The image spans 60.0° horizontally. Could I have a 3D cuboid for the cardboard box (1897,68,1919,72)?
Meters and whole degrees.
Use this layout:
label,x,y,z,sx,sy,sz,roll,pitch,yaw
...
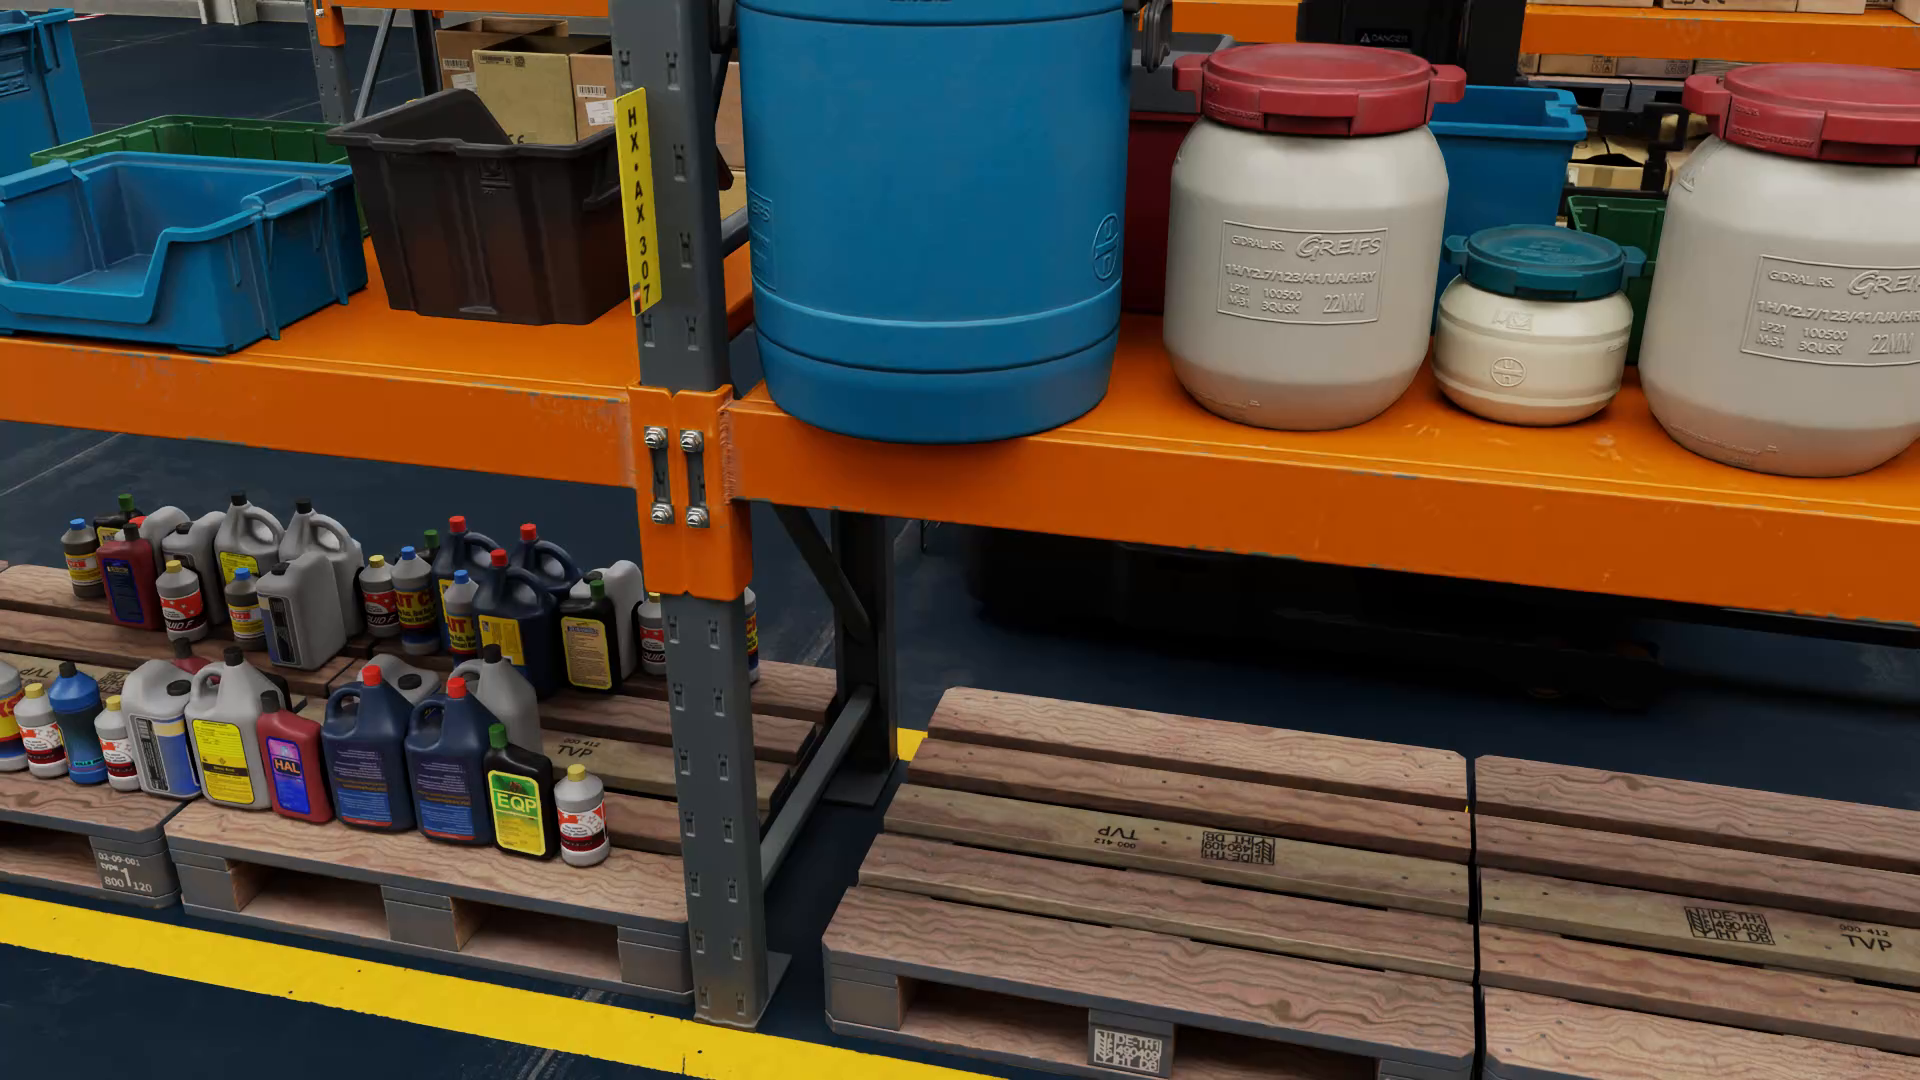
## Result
label,x,y,z,sx,sy,sz,roll,pitch,yaw
cardboard box,6.685,-3.391,10.895,0.750,0.750,0.750,6,26,12

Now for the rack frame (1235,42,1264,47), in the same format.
label,x,y,z,sx,sy,sz,roll,pitch,yaw
rack frame,2.132,-4.734,11.703,0.127,3.000,1.000,6,26,13

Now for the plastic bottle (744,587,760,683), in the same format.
label,x,y,z,sx,sy,sz,roll,pitch,yaw
plastic bottle,-0.535,0.208,3.987,0.097,0.271,0.097,0,25,0

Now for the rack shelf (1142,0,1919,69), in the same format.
label,x,y,z,sx,sy,sz,roll,pitch,yaw
rack shelf,2.839,-2.132,7.075,4.000,0.370,1.077,6,26,13

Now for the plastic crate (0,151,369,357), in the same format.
label,x,y,z,sx,sy,sz,roll,pitch,yaw
plastic crate,-1.475,-0.547,3.083,0.616,0.251,0.499,6,26,13

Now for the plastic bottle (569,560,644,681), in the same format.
label,x,y,z,sx,sy,sz,roll,pitch,yaw
plastic bottle,-0.855,0.182,4.035,0.135,0.276,0.152,7,26,15

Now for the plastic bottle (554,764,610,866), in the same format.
label,x,y,z,sx,sy,sz,roll,pitch,yaw
plastic bottle,-0.765,0.547,3.356,0.097,0.201,0.097,0,25,0

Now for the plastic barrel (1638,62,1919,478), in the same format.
label,x,y,z,sx,sy,sz,roll,pitch,yaw
plastic barrel,1.247,-0.398,2.439,0.433,0.535,0.433,0,25,0

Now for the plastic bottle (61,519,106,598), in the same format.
label,x,y,z,sx,sy,sz,roll,pitch,yaw
plastic bottle,-2.322,0.042,4.417,0.097,0.201,0.097,0,25,0

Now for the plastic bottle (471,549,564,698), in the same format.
label,x,y,z,sx,sy,sz,roll,pitch,yaw
plastic bottle,-1.050,0.189,3.933,0.185,0.351,0.144,6,26,13

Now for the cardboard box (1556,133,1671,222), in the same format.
label,x,y,z,sx,sy,sz,roll,pitch,yaw
cardboard box,2.729,-1.560,7.095,0.500,0.311,0.500,7,26,14

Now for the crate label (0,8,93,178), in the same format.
label,x,y,z,sx,sy,sz,roll,pitch,yaw
crate label,-2.360,-0.969,3.754,0.616,0.435,0.502,6,26,13

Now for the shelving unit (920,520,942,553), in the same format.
label,x,y,z,sx,sy,sz,roll,pitch,yaw
shelving unit,0.008,-0.405,5.055,0.210,0.900,0.258,6,26,13

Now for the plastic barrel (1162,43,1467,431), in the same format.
label,x,y,z,sx,sy,sz,roll,pitch,yaw
plastic barrel,0.536,-0.477,2.604,0.433,0.535,0.433,0,25,0

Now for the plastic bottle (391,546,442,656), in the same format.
label,x,y,z,sx,sy,sz,roll,pitch,yaw
plastic bottle,-1.349,0.145,4.119,0.097,0.271,0.097,0,25,0

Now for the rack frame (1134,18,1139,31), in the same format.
label,x,y,z,sx,sy,sz,roll,pitch,yaw
rack frame,0.902,-2.671,7.370,0.127,3.000,1.000,6,26,13

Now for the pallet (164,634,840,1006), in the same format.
label,x,y,z,sx,sy,sz,roll,pitch,yaw
pallet,-0.976,0.561,3.827,1.213,0.211,1.003,6,26,13

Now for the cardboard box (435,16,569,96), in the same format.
label,x,y,z,sx,sy,sz,roll,pitch,yaw
cardboard box,-2.379,-2.452,8.749,0.500,0.500,0.500,6,26,13

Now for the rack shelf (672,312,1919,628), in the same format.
label,x,y,z,sx,sy,sz,roll,pitch,yaw
rack shelf,1.601,-0.070,2.745,4.000,0.370,1.077,6,26,13

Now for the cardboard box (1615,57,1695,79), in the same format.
label,x,y,z,sx,sy,sz,roll,pitch,yaw
cardboard box,4.825,-3.534,11.580,0.500,0.500,0.700,6,26,13

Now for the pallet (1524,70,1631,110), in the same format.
label,x,y,z,sx,sy,sz,roll,pitch,yaw
pallet,4.071,-3.262,11.856,1.213,0.211,1.003,6,26,13

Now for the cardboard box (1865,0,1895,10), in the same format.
label,x,y,z,sx,sy,sz,roll,pitch,yaw
cardboard box,3.958,-2.379,6.861,0.500,0.311,0.500,6,26,12

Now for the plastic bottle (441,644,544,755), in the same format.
label,x,y,z,sx,sy,sz,roll,pitch,yaw
plastic bottle,-0.995,0.379,3.534,0.185,0.351,0.144,6,26,13

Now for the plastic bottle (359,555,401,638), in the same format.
label,x,y,z,sx,sy,sz,roll,pitch,yaw
plastic bottle,-1.465,0.136,4.218,0.097,0.201,0.097,0,25,0

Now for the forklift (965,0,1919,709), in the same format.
label,x,y,z,sx,sy,sz,roll,pitch,yaw
forklift,1.590,-1.138,4.231,3.031,2.935,1.130,7,26,14

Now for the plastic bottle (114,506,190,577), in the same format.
label,x,y,z,sx,sy,sz,roll,pitch,yaw
plastic bottle,-2.084,0.046,4.320,0.135,0.276,0.152,7,26,13

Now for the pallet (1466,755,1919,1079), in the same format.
label,x,y,z,sx,sy,sz,roll,pitch,yaw
pallet,1.620,0.848,3.224,1.213,0.211,1.003,6,26,13

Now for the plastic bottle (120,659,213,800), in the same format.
label,x,y,z,sx,sy,sz,roll,pitch,yaw
plastic bottle,-1.686,0.399,3.579,0.135,0.276,0.152,7,26,14

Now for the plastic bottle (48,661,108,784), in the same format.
label,x,y,z,sx,sy,sz,roll,pitch,yaw
plastic bottle,-1.906,0.389,3.606,0.097,0.271,0.097,0,25,0

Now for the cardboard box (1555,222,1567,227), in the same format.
label,x,y,z,sx,sy,sz,roll,pitch,yaw
cardboard box,2.720,-1.308,7.219,0.500,0.250,0.500,7,26,14

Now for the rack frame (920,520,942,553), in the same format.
label,x,y,z,sx,sy,sz,roll,pitch,yaw
rack frame,-0.091,-0.416,5.078,0.006,0.900,0.240,6,26,13

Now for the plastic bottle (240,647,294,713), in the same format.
label,x,y,z,sx,sy,sz,roll,pitch,yaw
plastic bottle,-1.529,0.369,3.633,0.133,0.283,0.061,6,26,13

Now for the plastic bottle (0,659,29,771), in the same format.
label,x,y,z,sx,sy,sz,roll,pitch,yaw
plastic bottle,-2.102,0.367,3.651,0.097,0.271,0.097,0,25,0

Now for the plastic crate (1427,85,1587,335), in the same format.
label,x,y,z,sx,sy,sz,roll,pitch,yaw
plastic crate,0.810,-0.613,3.067,0.575,0.384,0.392,6,26,13

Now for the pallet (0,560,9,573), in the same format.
label,x,y,z,sx,sy,sz,roll,pitch,yaw
pallet,-3.339,0.299,4.375,1.213,0.211,1.003,6,26,13

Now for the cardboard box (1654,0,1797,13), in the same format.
label,x,y,z,sx,sy,sz,roll,pitch,yaw
cardboard box,3.146,-2.461,6.813,0.500,0.500,0.500,5,26,10

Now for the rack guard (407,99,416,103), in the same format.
label,x,y,z,sx,sy,sz,roll,pitch,yaw
rack guard,-2.996,-1.973,8.813,0.348,0.500,1.175,6,26,13

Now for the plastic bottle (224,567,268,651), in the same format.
label,x,y,z,sx,sy,sz,roll,pitch,yaw
plastic bottle,-1.776,0.166,4.156,0.097,0.201,0.097,0,25,0

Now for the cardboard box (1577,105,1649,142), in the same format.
label,x,y,z,sx,sy,sz,roll,pitch,yaw
cardboard box,2.839,-1.785,7.568,0.500,0.311,0.500,6,26,12

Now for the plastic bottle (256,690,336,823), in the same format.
label,x,y,z,sx,sy,sz,roll,pitch,yaw
plastic bottle,-1.385,0.449,3.465,0.133,0.283,0.061,8,27,16

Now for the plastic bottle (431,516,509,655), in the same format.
label,x,y,z,sx,sy,sz,roll,pitch,yaw
plastic bottle,-1.197,0.109,4.102,0.185,0.351,0.144,5,26,11

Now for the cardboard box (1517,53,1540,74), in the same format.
label,x,y,z,sx,sy,sz,roll,pitch,yaw
cardboard box,3.846,-3.626,11.772,0.500,0.500,0.700,7,26,14

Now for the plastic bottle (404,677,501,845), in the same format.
label,x,y,z,sx,sy,sz,roll,pitch,yaw
plastic bottle,-1.031,0.439,3.408,0.185,0.351,0.144,6,26,12

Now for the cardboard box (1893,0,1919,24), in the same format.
label,x,y,z,sx,sy,sz,roll,pitch,yaw
cardboard box,3.836,-2.110,6.486,0.250,0.149,0.380,6,26,13

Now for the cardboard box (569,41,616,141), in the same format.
label,x,y,z,sx,sy,sz,roll,pitch,yaw
cardboard box,-1.536,-2.135,8.082,0.500,0.500,0.500,6,26,13

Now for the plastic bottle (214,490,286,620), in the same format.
label,x,y,z,sx,sy,sz,roll,pitch,yaw
plastic bottle,-1.789,0.043,4.239,0.185,0.351,0.144,7,26,15
